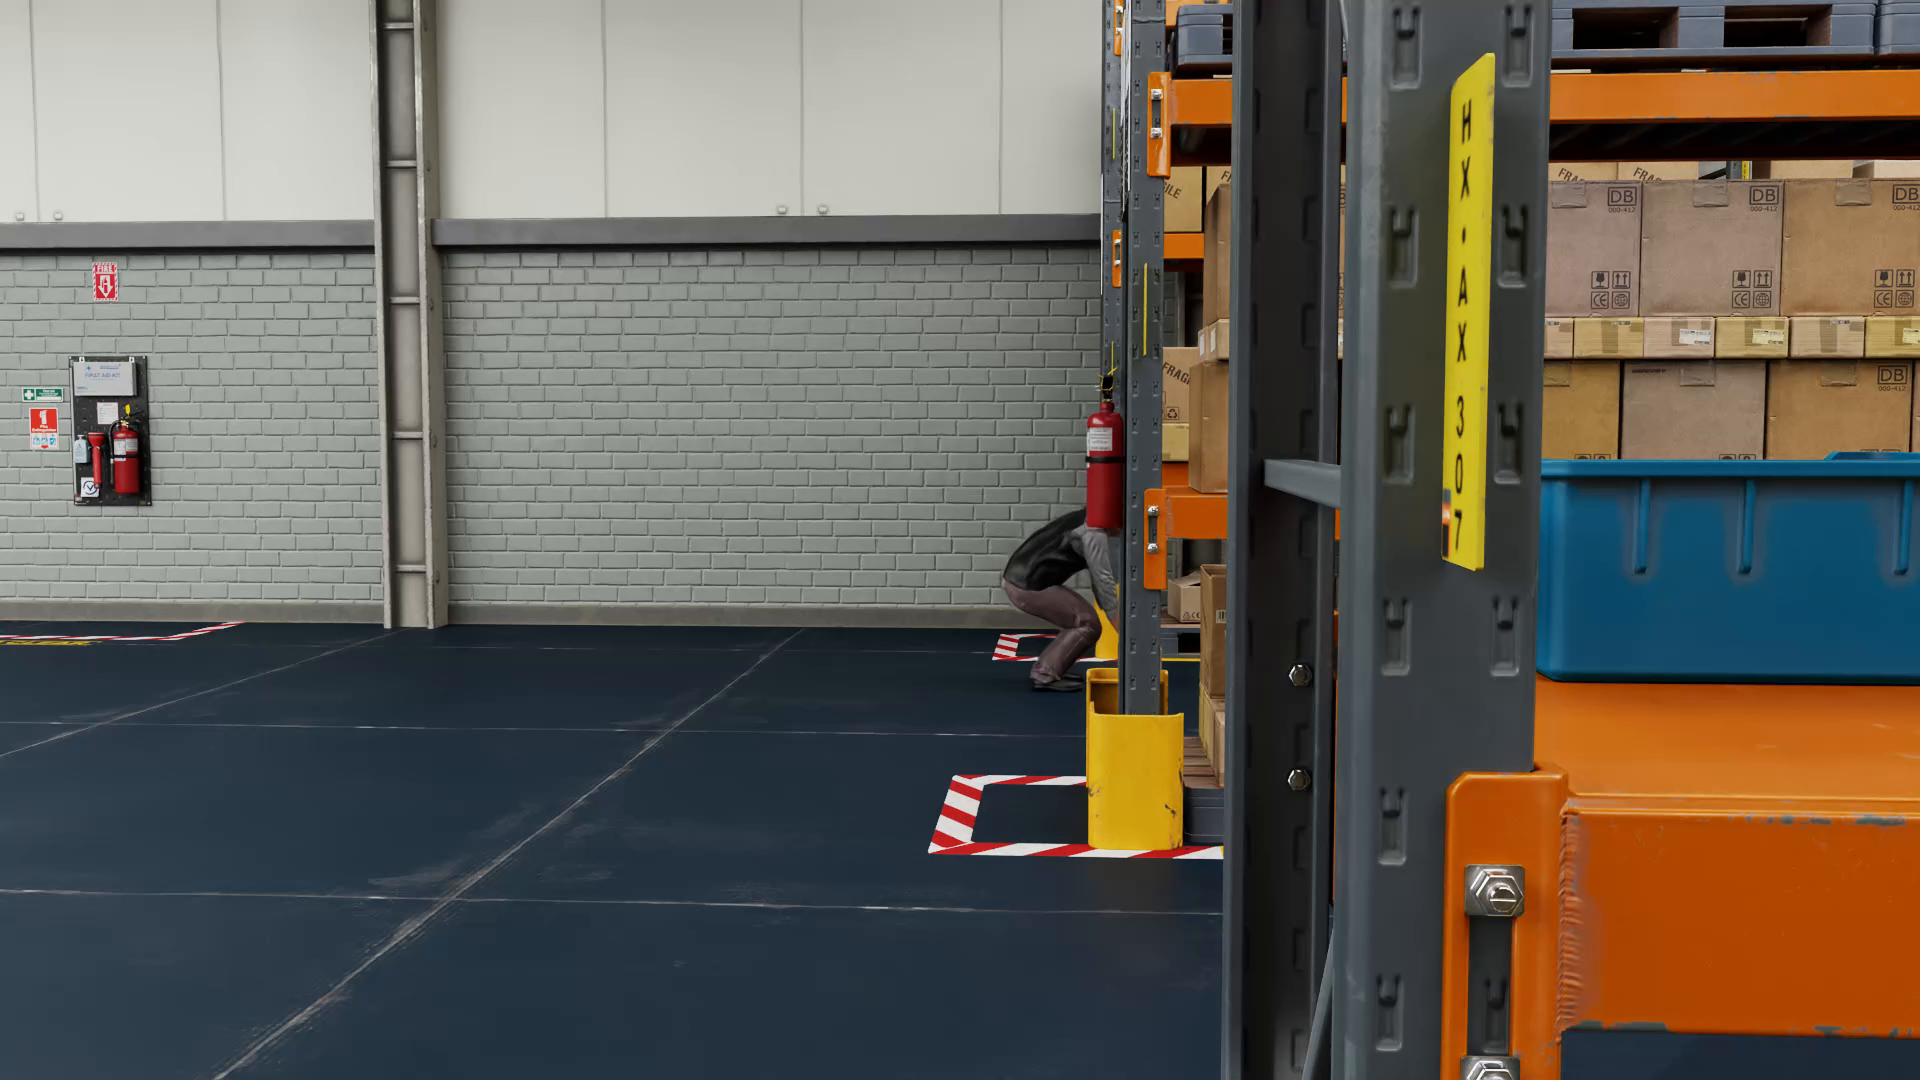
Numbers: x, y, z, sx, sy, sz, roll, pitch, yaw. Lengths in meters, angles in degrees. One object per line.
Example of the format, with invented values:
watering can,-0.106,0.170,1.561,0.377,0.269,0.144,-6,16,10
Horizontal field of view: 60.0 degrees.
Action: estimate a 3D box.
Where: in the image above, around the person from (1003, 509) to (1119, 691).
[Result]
person,0.666,0.311,9.864,0.823,1.129,0.568,0,4,4
